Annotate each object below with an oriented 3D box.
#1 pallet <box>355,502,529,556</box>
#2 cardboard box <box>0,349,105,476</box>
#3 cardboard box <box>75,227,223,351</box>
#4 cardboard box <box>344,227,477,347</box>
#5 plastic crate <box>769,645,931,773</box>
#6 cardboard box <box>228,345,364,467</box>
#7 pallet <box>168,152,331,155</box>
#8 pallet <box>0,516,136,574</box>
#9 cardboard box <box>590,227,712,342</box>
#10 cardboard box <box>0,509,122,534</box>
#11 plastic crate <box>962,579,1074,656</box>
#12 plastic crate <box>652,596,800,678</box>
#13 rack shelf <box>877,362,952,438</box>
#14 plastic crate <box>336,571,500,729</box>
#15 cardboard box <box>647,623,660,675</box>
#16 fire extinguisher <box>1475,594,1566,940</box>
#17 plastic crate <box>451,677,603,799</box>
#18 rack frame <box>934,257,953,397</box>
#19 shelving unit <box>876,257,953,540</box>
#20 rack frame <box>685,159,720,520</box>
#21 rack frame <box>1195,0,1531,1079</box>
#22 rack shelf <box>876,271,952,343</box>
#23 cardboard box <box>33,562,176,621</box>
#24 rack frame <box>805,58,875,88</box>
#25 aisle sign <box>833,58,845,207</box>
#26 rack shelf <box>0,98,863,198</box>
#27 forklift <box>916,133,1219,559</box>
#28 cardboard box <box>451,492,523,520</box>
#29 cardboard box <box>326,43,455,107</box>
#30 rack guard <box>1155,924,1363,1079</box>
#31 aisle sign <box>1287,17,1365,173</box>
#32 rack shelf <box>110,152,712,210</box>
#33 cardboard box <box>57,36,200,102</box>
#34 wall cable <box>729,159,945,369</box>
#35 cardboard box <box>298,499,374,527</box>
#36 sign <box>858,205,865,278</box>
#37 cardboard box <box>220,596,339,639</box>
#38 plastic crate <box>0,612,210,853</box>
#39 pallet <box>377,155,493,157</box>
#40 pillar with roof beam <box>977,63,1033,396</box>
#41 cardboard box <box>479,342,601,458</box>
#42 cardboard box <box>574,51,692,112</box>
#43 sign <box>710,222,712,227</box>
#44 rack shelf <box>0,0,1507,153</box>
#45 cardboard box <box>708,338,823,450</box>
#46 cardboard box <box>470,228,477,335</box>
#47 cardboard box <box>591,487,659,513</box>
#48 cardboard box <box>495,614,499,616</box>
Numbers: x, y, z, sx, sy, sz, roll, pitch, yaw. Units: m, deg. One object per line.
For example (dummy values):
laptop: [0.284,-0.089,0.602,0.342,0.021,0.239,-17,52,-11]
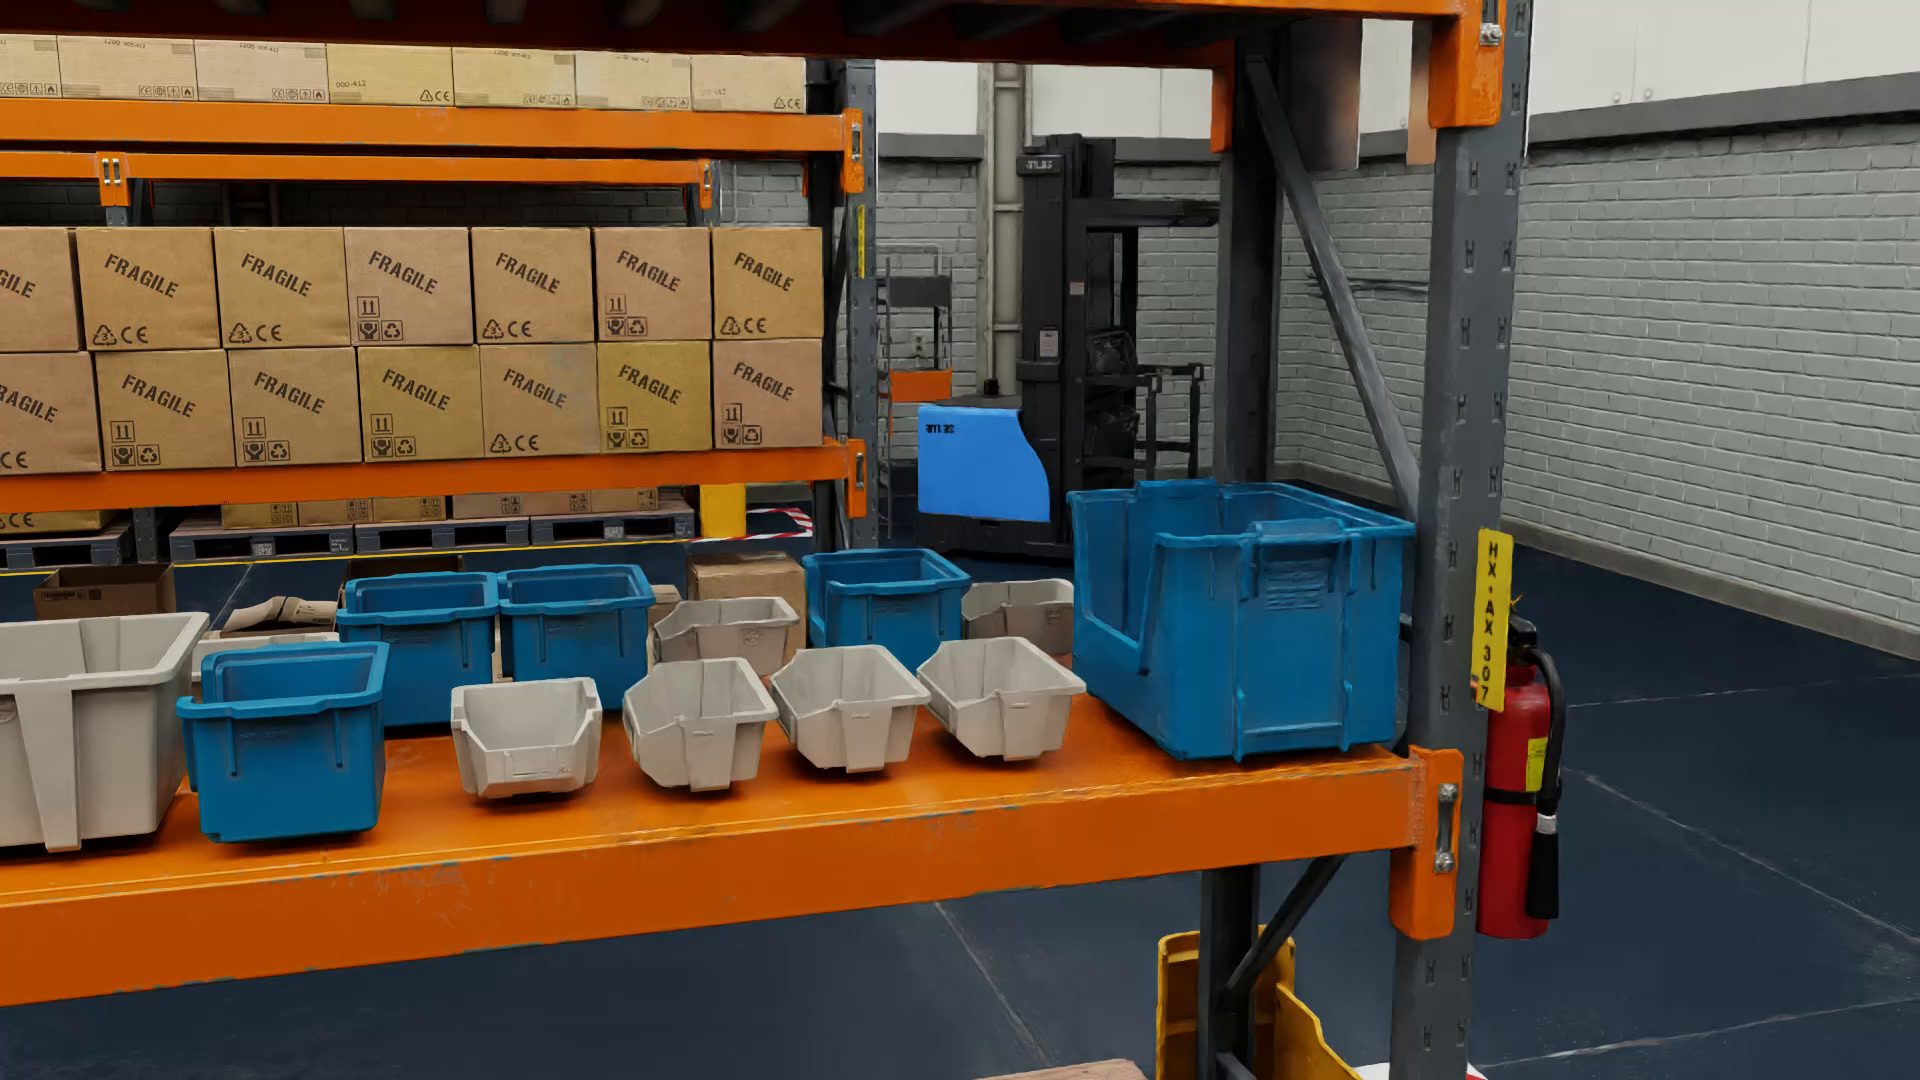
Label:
pallet: [-3.887,-0.106,12.537,1.213,0.211,1.003,-3,11,-16]
cardboard box: [-3.859,-0.556,7.008,0.500,0.500,0.500,-3,11,-14]
cardboard box: [-3.398,-1.071,7.041,0.500,0.500,0.500,-3,11,-18]
cardboard box: [-2.409,-1.123,7.324,0.500,0.500,0.500,-3,11,-14]
plastic crate: [-0.218,0.315,3.113,0.243,0.136,0.396,-3,11,-16]
cardboard box: [-2.887,-0.608,7.287,0.500,0.500,0.500,-3,11,-16]
pallet: [-5.024,-2.861,11.762,1.213,0.211,1.003,-3,11,-16]
pallet: [-6.532,0.034,11.780,1.213,0.211,1.003,-3,11,-16]
cardboard box: [-1.419,-1.176,7.612,0.500,0.500,0.500,-3,11,-14]
cardboard box: [-6.400,-0.484,11.666,0.750,0.750,0.750,-3,11,-15]
plastic crate: [0.137,0.187,3.807,0.298,0.136,0.250,-3,11,-16]
plastic crate: [-0.514,0.222,3.620,0.298,0.136,0.250,-3,11,-16]
rack shelf: [-0.357,-1.067,12.620,0.480,0.518,0.431,-4,11,-19]
plastic crate: [-1.084,0.220,3.364,0.300,0.233,0.416,-3,11,-16]
cardboard box: [-1.451,0.521,8.042,0.250,0.166,0.380,-3,11,-16]
fire extinguisher: [1.069,0.423,3.208,0.183,0.674,0.296,-3,11,-16]
plastic crate: [-0.757,0.352,2.914,0.250,0.136,0.298,-3,11,-16]
rack frame: [-0.126,-1.095,12.696,0.015,2.100,0.400,-4,11,-19]
shelving unit: [-0.357,-1.081,12.618,0.503,2.100,0.431,-4,11,-19]
rack frame: [-1.972,-1.592,12.910,0.127,3.000,1.000,-3,11,-16]
rack frame: [0.798,0.131,3.552,0.053,2.616,0.949,-3,11,-16]
rack shelf: [-0.357,-1.756,12.494,0.480,0.518,0.431,-4,11,-19]
cardboard box: [-3.957,0.406,7.745,0.500,0.500,0.500,-3,11,-16]
rack frame: [-0.584,-3.682,7.690,0.127,3.000,1.000,-3,11,-16]
aisle sign: [-0.600,-2.064,8.294,0.004,0.787,0.394,-3,11,-16]
rack shelf: [-2.504,-1.751,7.477,4.000,0.370,1.077,-3,11,-16]
forklift: [1.242,-1.308,11.559,3.031,2.935,1.130,5,11,24]
cardboard box: [-3.579,-0.466,12.535,0.500,0.500,0.700,-3,11,-18]
cardboard box: [-2.448,-1.987,7.186,0.500,0.250,0.500,-3,11,-16]
rack guard: [0.816,1.356,3.800,0.348,0.500,1.175,-3,11,-16]
aisle sign: [0.783,-1.204,3.620,0.004,0.787,0.394,-3,11,-16]
rack shelf: [-3.892,-2.612,12.154,4.000,0.370,1.077,-3,11,-16]
cardboard box: [-3.407,-1.936,6.910,0.500,0.250,0.500,-3,11,-16]
wall cable: [-1.007,-2.321,14.063,1.851,1.984,0.084,-3,11,-16]
cardboard box: [-4.583,-0.412,12.243,0.500,0.500,0.700,-3,11,-17]
sign: [-0.448,-1.359,7.571,0.005,0.325,0.100,-3,11,-16]
cardboard box: [-3.237,0.461,7.968,0.500,0.311,0.500,-3,11,-16]
plastic crate: [-1.526,0.316,2.707,0.530,0.282,0.437,-3,11,-16]
pallet: [-3.855,-2.922,12.094,1.213,0.211,1.003,-3,11,-16]
pillar with roof beam: [1.582,-4.081,9.861,0.400,9.000,9.100,-3,11,-16]
cardboard box: [-1.916,-0.659,7.566,0.500,0.500,0.500,-3,11,-15]
cardboard box: [-1.487,-2.037,7.458,0.500,0.250,0.500,-3,11,-16]
sign: [-1.834,-2.183,12.268,0.005,0.325,0.100,-3,11,-16]
rack shelf: [-1.123,-0.890,2.799,4.000,0.370,1.077,-3,11,-16]
cardboard box: [-0.938,-0.710,7.844,0.500,0.500,0.500,-3,11,-14]
cardboard box: [-2.553,-1.217,7.837,0.500,0.500,0.500,-3,11,-16]
cardboard box: [-2.616,-0.517,12.812,0.500,0.500,0.700,-3,11,-16]
cardboard box: [-2.145,0.434,8.286,0.500,0.250,0.500,-3,11,-16]
